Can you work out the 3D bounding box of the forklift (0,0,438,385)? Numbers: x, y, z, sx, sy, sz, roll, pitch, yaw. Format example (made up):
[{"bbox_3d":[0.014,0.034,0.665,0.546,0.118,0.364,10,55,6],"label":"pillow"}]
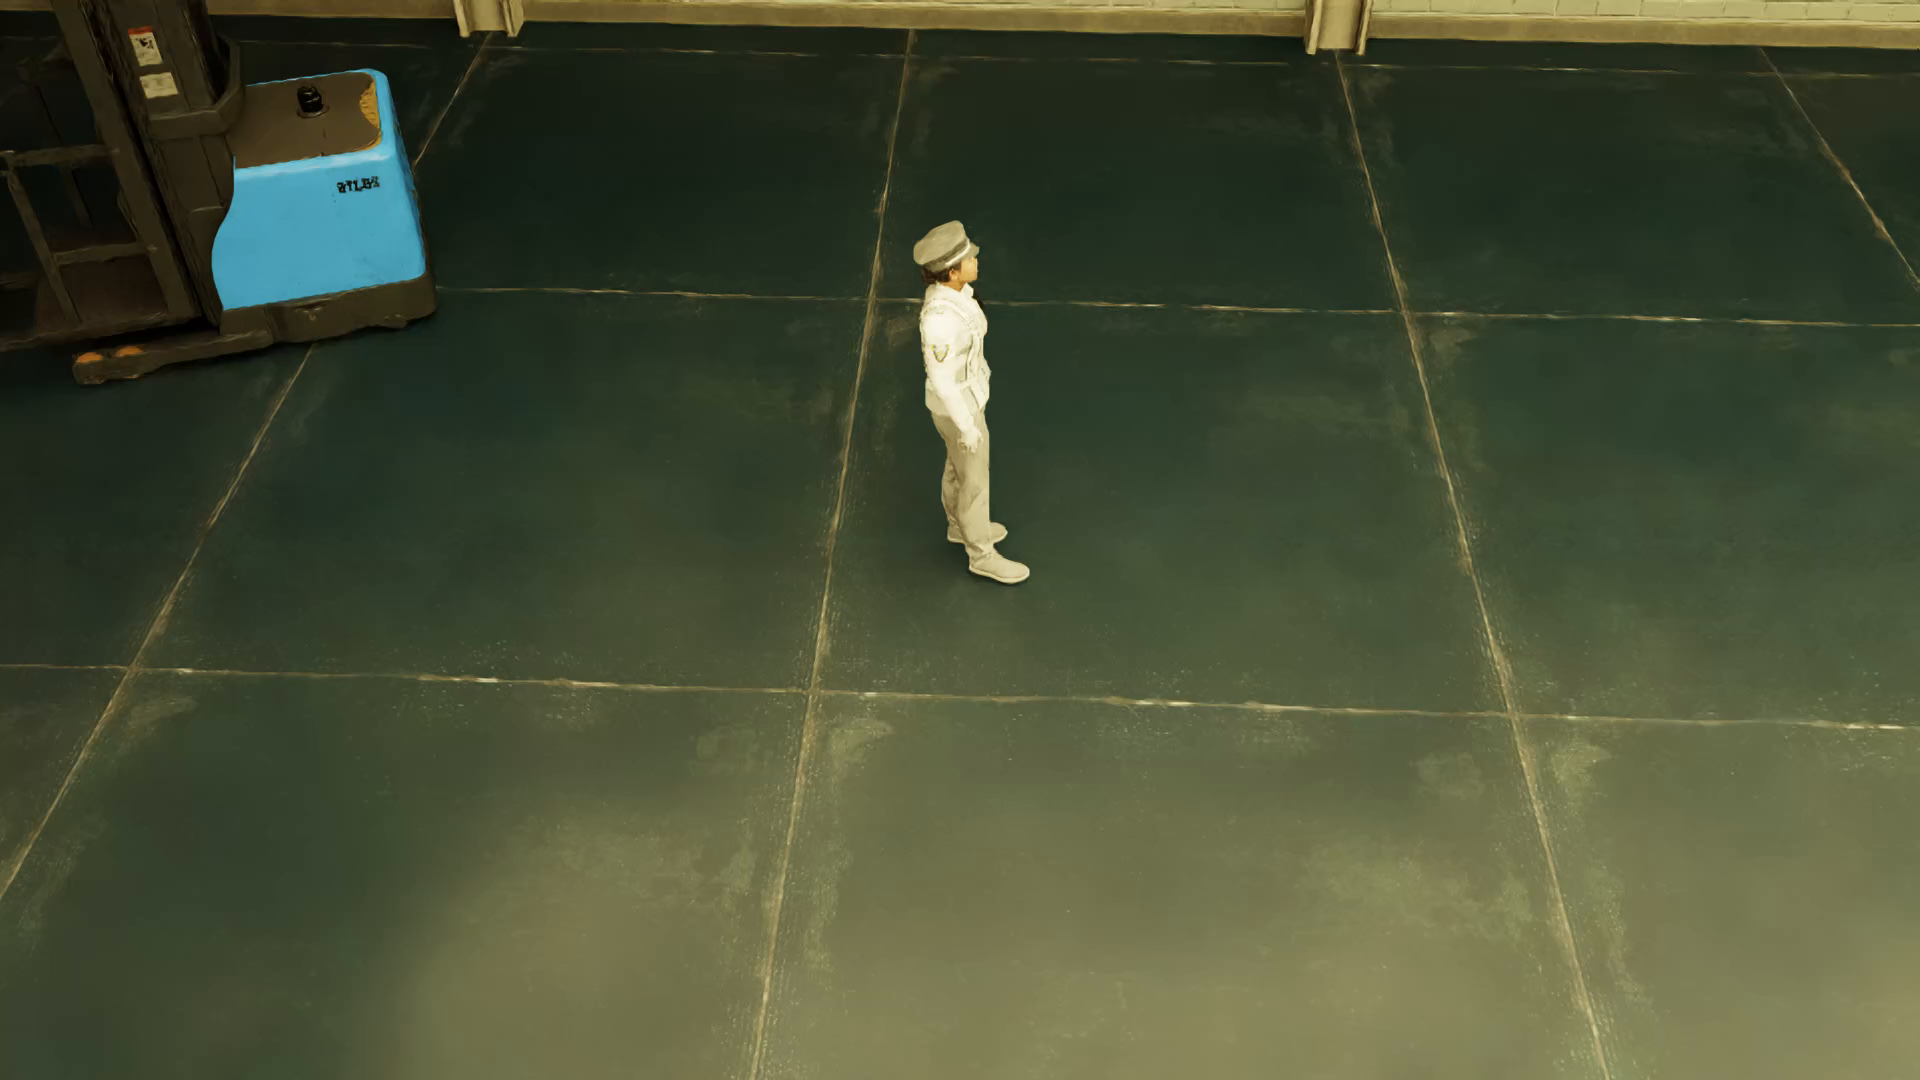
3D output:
[{"bbox_3d":[-4.472,-2.304,8.266,3.031,2.935,1.130,-12,44,-13],"label":"forklift"}]

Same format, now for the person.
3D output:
[{"bbox_3d":[0.067,-0.624,7.332,0.532,1.695,0.586,2,42,2],"label":"person"}]
